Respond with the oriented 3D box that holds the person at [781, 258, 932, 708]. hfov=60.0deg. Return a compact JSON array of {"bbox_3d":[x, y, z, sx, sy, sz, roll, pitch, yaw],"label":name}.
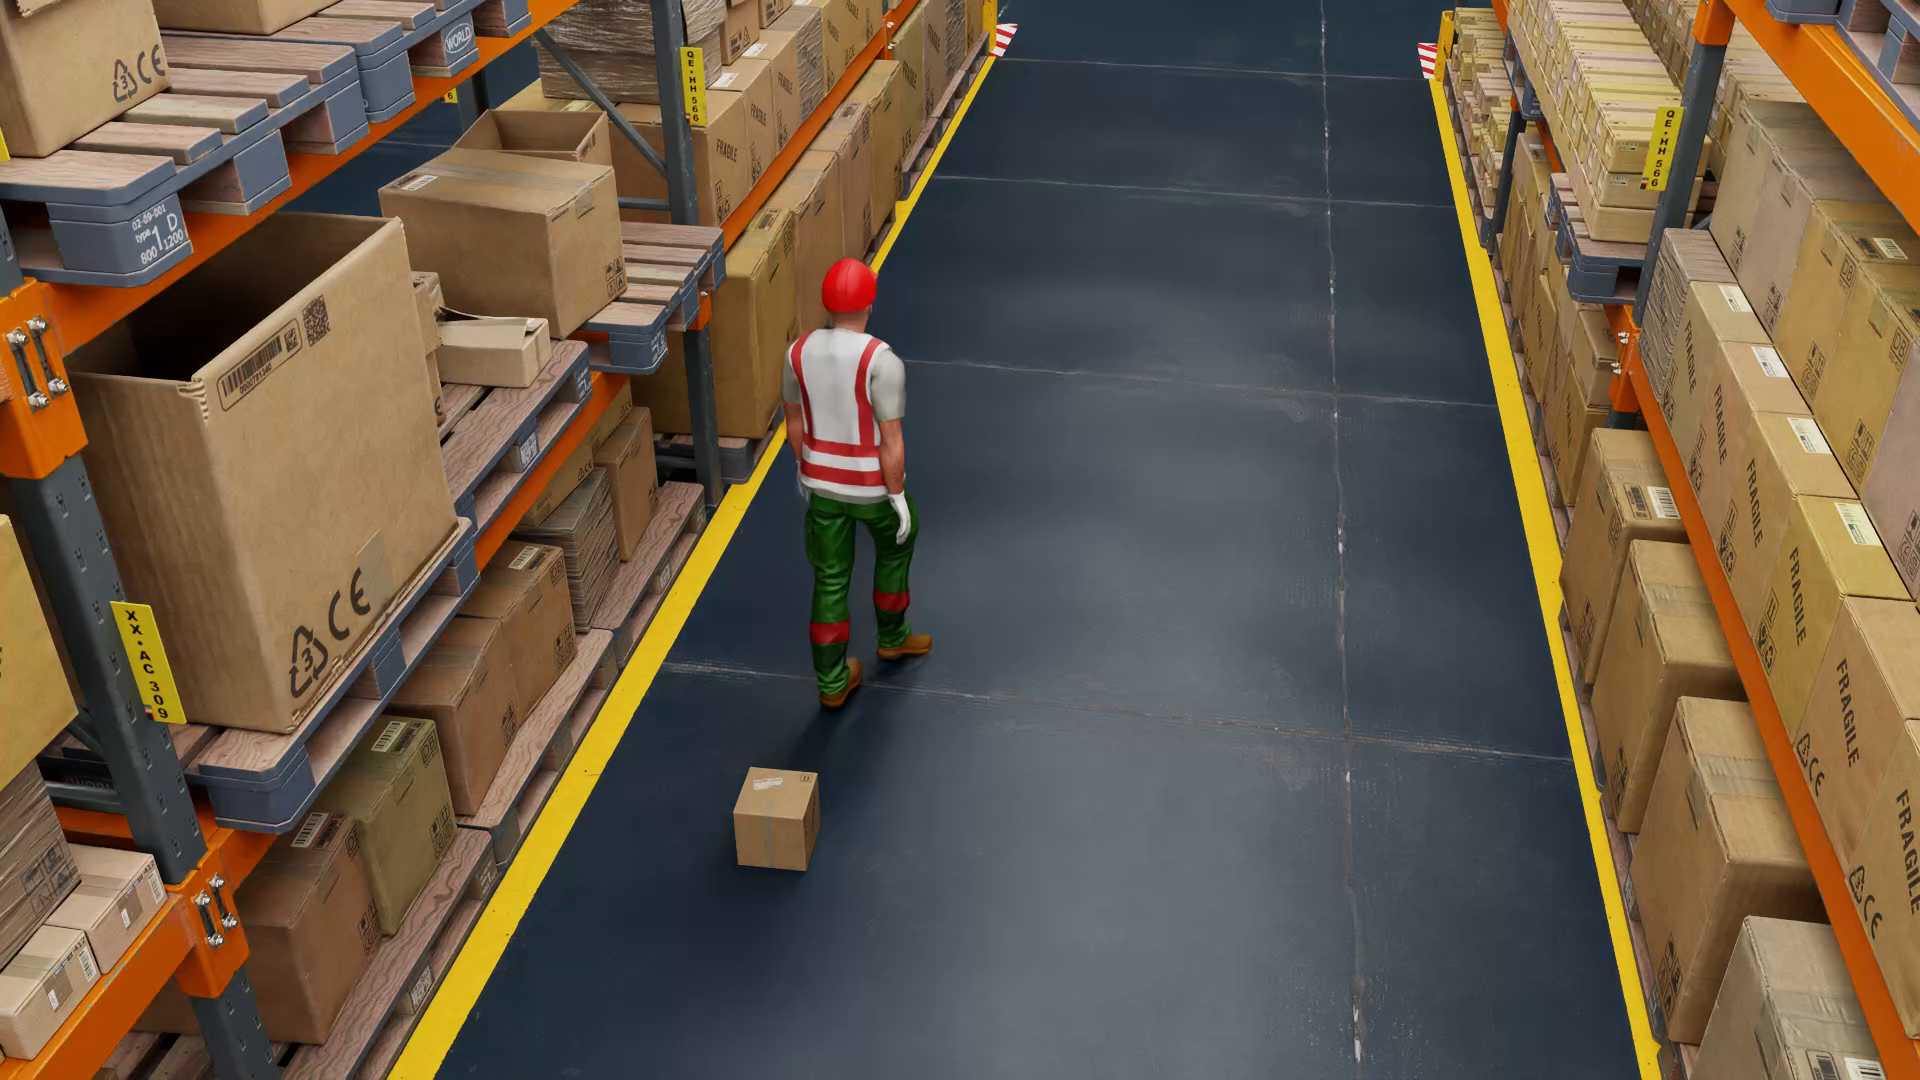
[{"bbox_3d":[-0.418,-0.203,6.455,0.578,1.812,0.647,10,34,16],"label":"person"}]
